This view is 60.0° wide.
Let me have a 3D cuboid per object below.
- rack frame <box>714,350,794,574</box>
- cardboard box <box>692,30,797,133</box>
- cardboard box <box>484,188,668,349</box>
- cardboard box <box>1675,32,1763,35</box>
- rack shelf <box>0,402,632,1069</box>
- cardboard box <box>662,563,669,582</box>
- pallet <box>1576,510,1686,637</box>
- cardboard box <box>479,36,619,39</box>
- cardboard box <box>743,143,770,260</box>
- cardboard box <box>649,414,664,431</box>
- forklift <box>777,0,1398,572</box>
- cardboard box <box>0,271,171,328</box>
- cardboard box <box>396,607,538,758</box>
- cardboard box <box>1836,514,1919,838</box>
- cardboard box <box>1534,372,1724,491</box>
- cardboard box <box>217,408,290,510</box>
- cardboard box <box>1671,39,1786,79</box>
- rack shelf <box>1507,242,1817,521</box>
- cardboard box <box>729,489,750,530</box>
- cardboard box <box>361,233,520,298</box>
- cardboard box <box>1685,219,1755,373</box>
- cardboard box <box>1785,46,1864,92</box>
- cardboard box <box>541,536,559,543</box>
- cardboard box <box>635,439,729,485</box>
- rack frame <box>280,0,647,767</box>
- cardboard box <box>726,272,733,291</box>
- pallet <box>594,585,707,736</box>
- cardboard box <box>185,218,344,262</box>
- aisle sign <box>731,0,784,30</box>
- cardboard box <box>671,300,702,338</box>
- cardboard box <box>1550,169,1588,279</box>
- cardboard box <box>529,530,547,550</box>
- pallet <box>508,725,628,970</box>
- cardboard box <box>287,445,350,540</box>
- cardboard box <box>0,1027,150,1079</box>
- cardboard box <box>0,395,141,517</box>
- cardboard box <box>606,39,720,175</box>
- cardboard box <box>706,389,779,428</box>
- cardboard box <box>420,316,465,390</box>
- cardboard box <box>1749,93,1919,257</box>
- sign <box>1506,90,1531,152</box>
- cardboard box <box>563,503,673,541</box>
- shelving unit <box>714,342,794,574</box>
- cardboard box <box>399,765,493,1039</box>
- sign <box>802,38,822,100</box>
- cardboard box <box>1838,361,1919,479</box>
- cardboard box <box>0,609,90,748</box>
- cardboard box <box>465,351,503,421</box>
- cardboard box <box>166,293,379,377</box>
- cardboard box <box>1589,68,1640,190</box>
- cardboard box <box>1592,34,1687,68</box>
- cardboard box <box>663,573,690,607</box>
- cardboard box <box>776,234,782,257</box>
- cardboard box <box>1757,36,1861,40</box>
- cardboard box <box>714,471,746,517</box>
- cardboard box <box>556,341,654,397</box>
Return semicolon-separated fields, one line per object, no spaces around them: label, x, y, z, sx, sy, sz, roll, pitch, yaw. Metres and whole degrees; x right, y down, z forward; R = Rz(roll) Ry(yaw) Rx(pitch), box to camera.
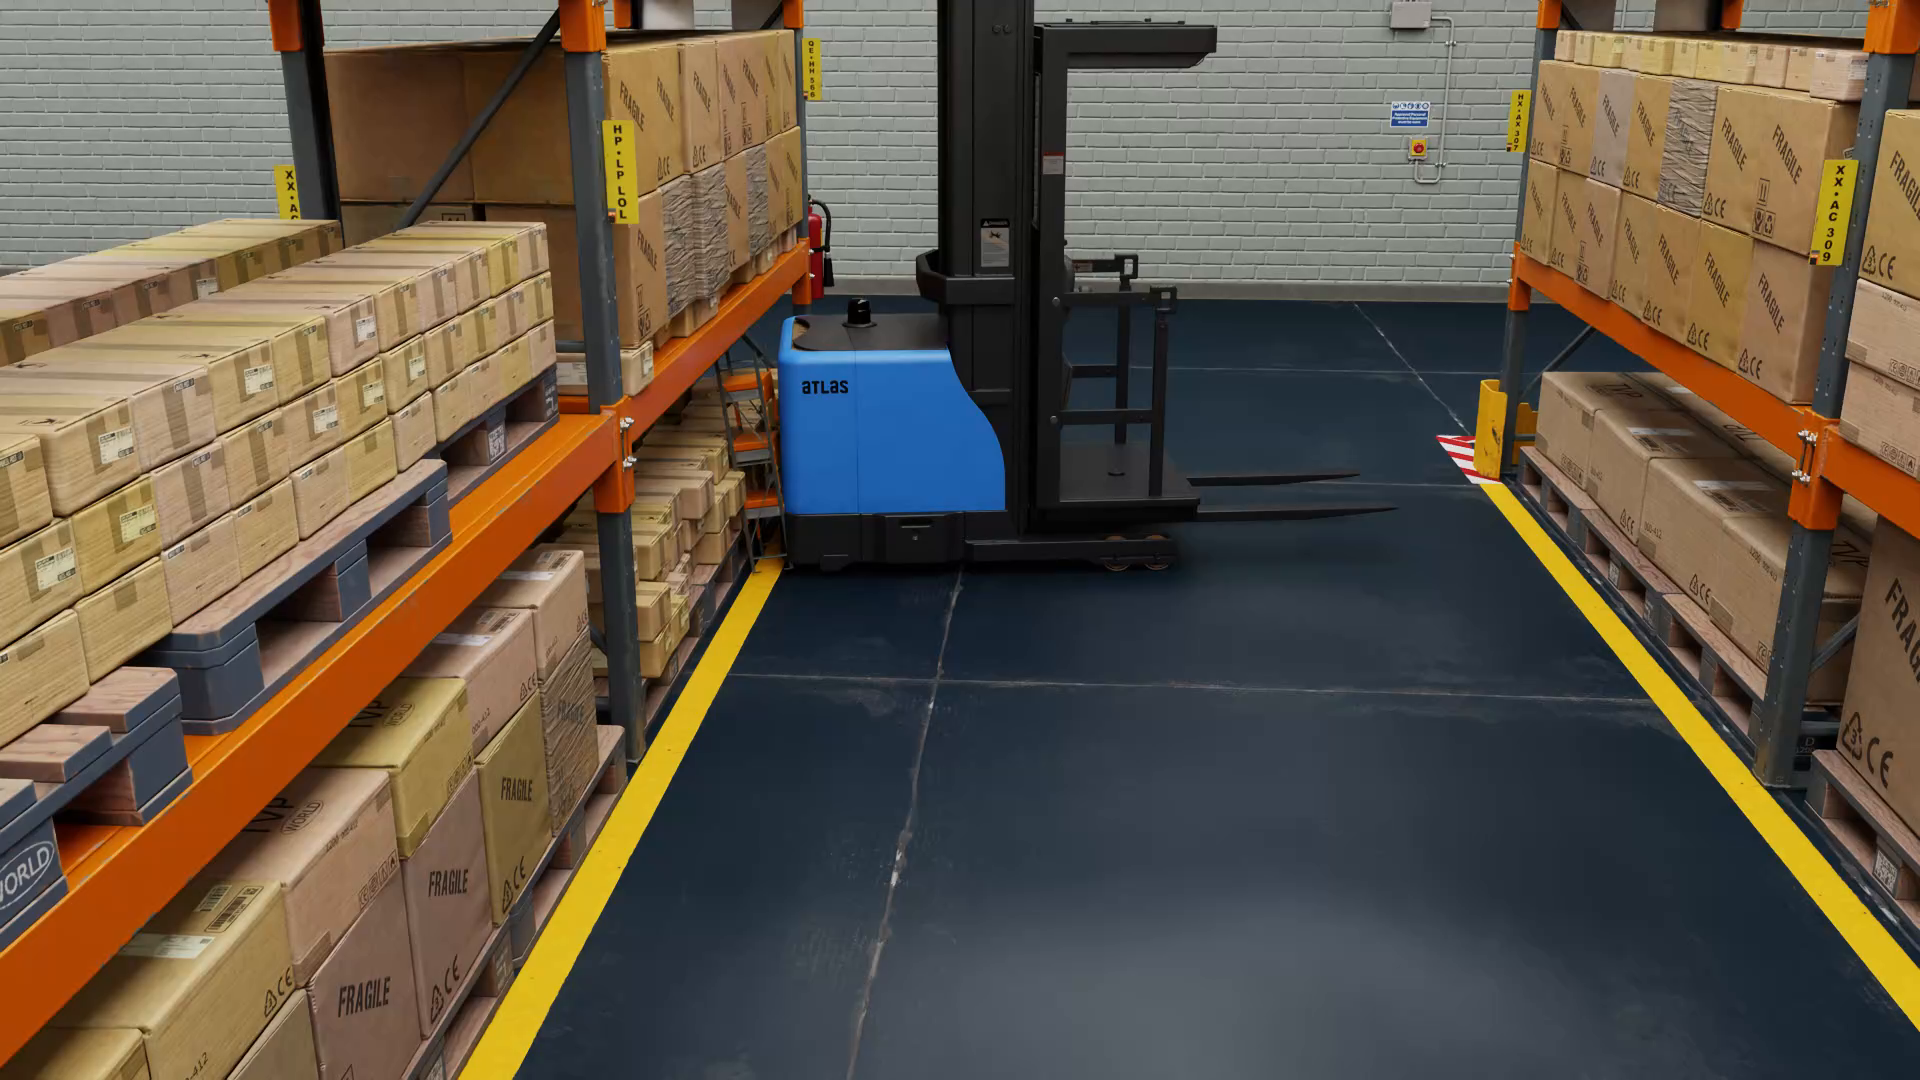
rack frame;-0.960;-0.355;7.756;0.200;1.050;0.008;-7;15;6
cardboard box;-1.145;-2.404;8.699;0.500;0.500;0.500;1;18;3
cardboard box;-1.360;-0.983;5.967;0.500;0.500;0.500;1;18;3
cardboard box;3.764;-2.445;8.258;0.380;0.149;0.250;2;18;5
rack shelf;-1.790;0.317;3.793;1.077;0.370;4.000;1;18;4
cardboard box;-1.392;0.106;6.710;0.380;0.149;0.250;1;18;4
pallet;3.515;0.144;7.644;1.003;0.211;1.213;1;18;4
cardboard box;-1.780;-1.942;7.289;0.500;0.500;0.500;1;18;2
cardboard box;-1.205;-1.614;7.893;0.500;0.500;0.500;1;18;4
cardboard box;-1.717;-0.618;8.440;0.380;0.149;0.250;0;18;1
forklift;0.626;-1.408;8.012;3.031;2.935;1.130;-1;18;-4
cardboard box;-2.207;-0.573;4.129;0.380;0.149;0.250;1;18;3
cardboard box;-1.498;0.383;4.574;0.500;0.250;0.500;2;18;7
cardboard box;3.333;0.438;5.007;0.875;0.875;0.875;2;18;6
cardboard box;3.637;-0.584;8.827;0.875;0.438;0.875;1;18;2
cardboard box;-1.608;-0.171;3.378;0.380;0.149;0.250;1;18;3
cardboard box;3.160;-1.973;6.818;0.380;0.149;0.250;1;18;4
rack shelf;3.441;-0.846;7.343;1.077;0.370;4.000;1;18;4
cardboard box;-1.212;-0.160;7.999;0.380;0.149;0.250;2;18;5
cardboard box;-1.499;-0.796;4.809;0.380;0.149;0.250;1;18;2
cardboard box;3.107;-0.924;6.264;0.500;0.500;0.500;1;18;3
cardboard box;3.157;-1.657;5.854;0.380;0.149;0.250;1;18;4
cardboard box;-1.817;0.020;6.972;0.380;0.149;0.250;1;18;4
cardboard box;-1.278;-0.360;7.654;0.380;0.149;0.250;1;18;4
rack frame;-1.647;-0.646;5.576;1.000;3.000;0.127;1;18;4
cardboard box;-1.282;-1.263;7.864;0.380;0.149;0.250;1;18;2
pallet;-1.634;0.470;6.650;1.003;0.211;1.213;1;18;4
cardboard box;-2.134;-0.897;5.115;0.380;0.149;0.250;2;18;7
aisle sign;-1.056;-3.139;9.012;0.394;0.787;0.004;1;18;4
cardboard box;-1.280;-0.934;6.860;0.380;0.149;0.250;2;18;5
cardboard box;3.255;-1.556;8.194;0.500;0.500;0.500;1;18;3
cardboard box;-1.892;-0.047;6.699;0.380;0.149;0.250;1;18;3
pallet;-1.701;0.921;5.273;1.003;0.211;1.213;1;18;4
cardboard box;-1.587;-0.111;3.672;0.380;0.149;0.250;1;18;2
cardboard box;-1.643;1.020;2.629;0.500;0.250;0.500;0;18;1
cardboard box;-1.649;-0.147;2.829;0.380;0.149;0.250;1;18;2
cardboard box;-1.283;-1.762;6.738;0.500;0.500;0.500;2;18;5
cardboard box;-1.113;-0.685;8.646;0.380;0.149;0.250;1;18;3
cardboard box;-1.532;-0.495;4.369;0.380;0.149;0.250;1;18;2
cardboard box;3.056;-1.242;5.630;0.500;0.500;0.500;1;18;3
sign;3.031;-2.272;9.023;0.100;0.325;0.005;1;18;4
cardboard box;-1.368;-0.039;6.675;0.380;0.149;0.250;1;18;3
shelving unit;-0.952;-0.388;7.873;0.215;1.050;0.252;-7;15;6
cardboard box;-1.527;0.897;4.209;0.500;0.500;0.500;1;18;3
sign;-0.808;-2.570;9.081;0.100;0.325;0.005;1;18;4
cardboard box;3.003;-0.365;4.959;0.500;0.250;0.500;1;18;3
cardboard box;-1.662;0.215;2.679;0.380;0.149;0.250;2;18;7
cardboard box;-1.516;-0.440;4.678;0.380;0.149;0.250;1;18;4
cardboard box;-1.575;-0.475;3.828;0.380;0.149;0.250;0;18;1
cardboard box;3.207;-1.868;7.541;0.500;0.500;0.500;1;18;3
cardboard box;3.201;-2.292;7.794;0.380;0.149;0.250;1;18;2
cardboard box;-1.315;0.243;6.770;0.380;0.149;0.250;1;18;4
cardboard box;-1.157;-1.585;8.845;0.380;0.149;0.250;1;18;4
cardboard box;3.722;-2.126;7.287;0.380;0.149;0.250;2;18;5
cardboard box;-1.202;-0.216;7.691;0.380;0.149;0.250;1;18;4
cardboard box;-1.300;-0.607;5.862;0.380;0.149;0.250;2;18;6
